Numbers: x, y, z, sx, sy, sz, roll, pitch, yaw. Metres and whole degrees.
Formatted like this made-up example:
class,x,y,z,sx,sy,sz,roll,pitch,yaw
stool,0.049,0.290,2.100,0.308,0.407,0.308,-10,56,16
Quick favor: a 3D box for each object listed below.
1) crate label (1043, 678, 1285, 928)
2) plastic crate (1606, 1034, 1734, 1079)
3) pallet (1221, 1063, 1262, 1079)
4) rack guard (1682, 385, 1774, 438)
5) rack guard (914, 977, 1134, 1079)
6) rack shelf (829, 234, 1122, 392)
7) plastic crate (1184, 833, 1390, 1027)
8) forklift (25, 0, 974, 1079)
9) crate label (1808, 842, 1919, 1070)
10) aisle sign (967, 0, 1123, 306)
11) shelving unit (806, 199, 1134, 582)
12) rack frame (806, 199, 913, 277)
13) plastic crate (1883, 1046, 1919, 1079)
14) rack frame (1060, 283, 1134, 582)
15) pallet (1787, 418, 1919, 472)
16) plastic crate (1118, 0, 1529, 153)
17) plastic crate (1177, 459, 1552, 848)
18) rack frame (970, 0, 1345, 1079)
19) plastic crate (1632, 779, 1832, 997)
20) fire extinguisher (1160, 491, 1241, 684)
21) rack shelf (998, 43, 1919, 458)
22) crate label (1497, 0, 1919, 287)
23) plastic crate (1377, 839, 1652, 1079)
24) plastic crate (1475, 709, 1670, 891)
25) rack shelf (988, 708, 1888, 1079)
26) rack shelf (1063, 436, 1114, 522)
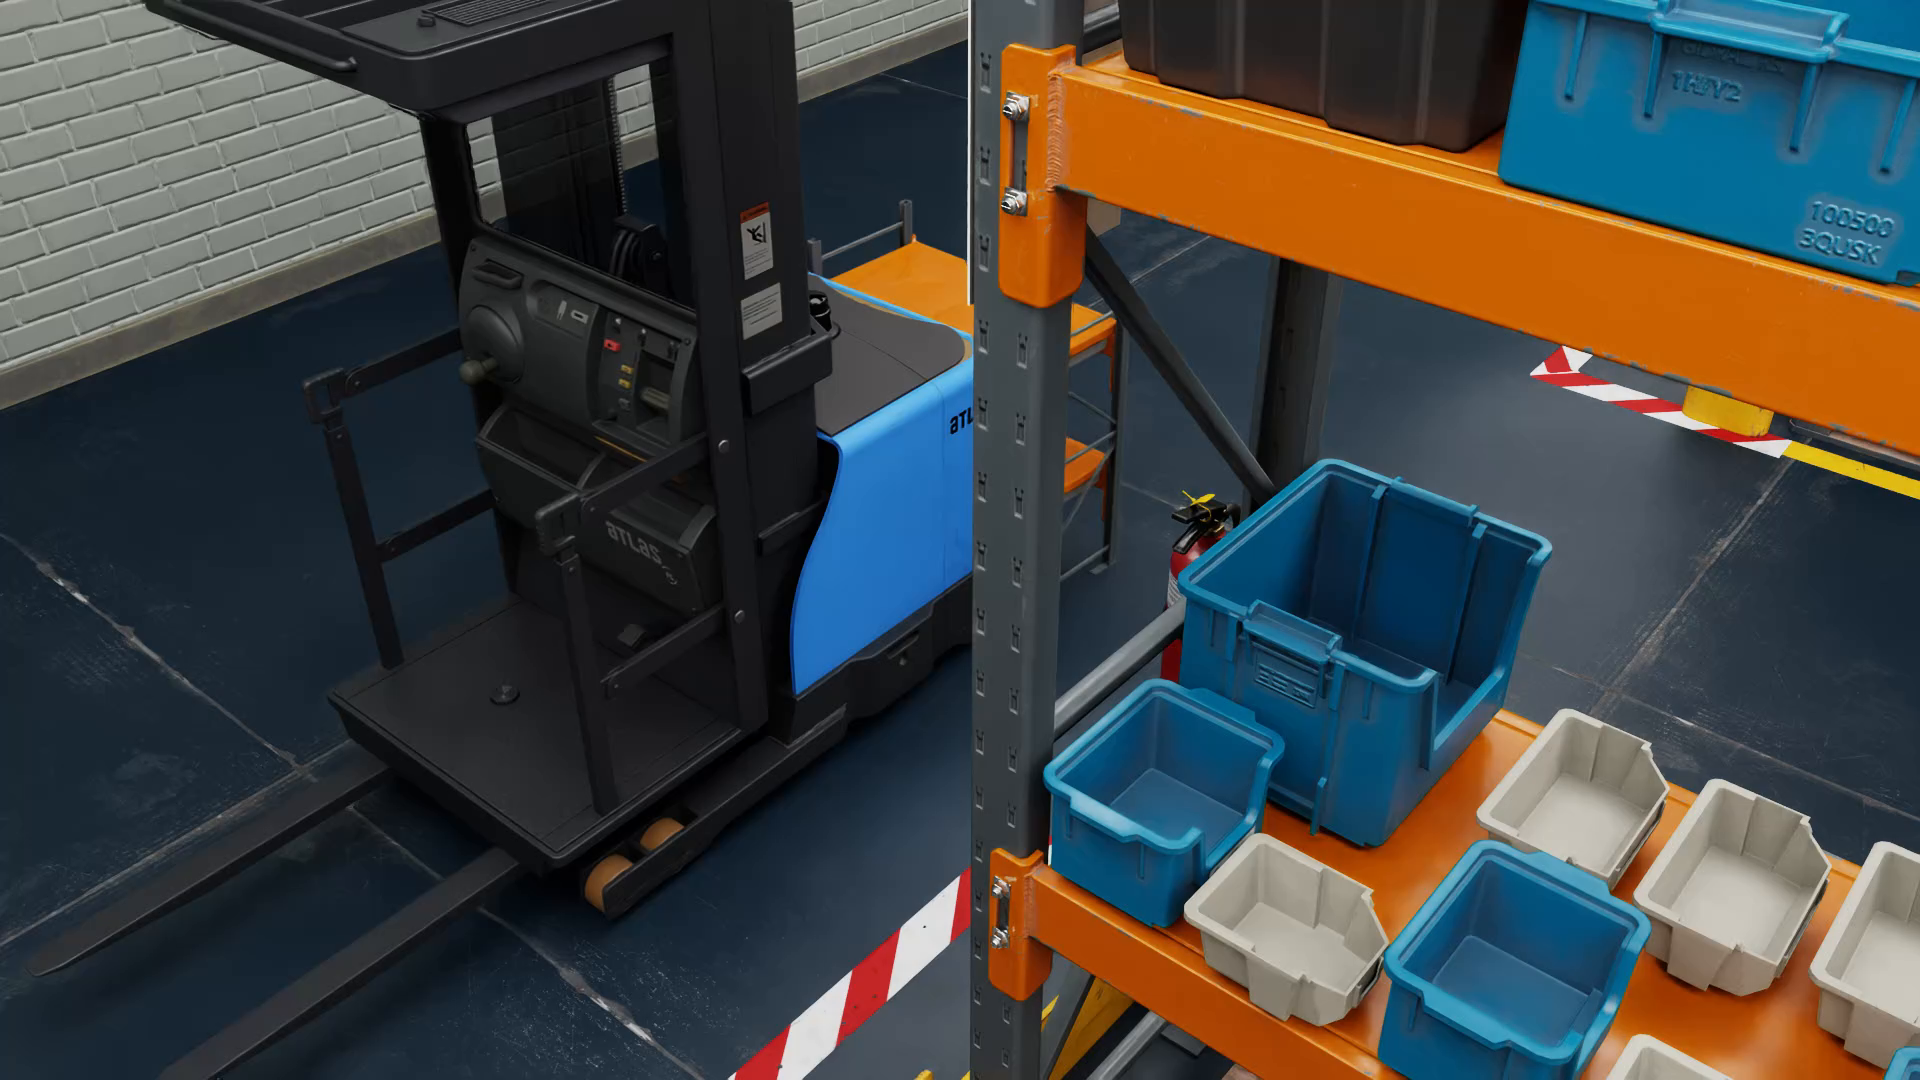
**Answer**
class,x,y,z,sx,sy,sz,roll,pitch,yaw
crate label,0.363,0.480,2.996,0.303,0.233,0.416,25,42,32
plastic crate,1.078,0.918,2.444,0.298,0.136,0.250,25,42,32
pallet,0.993,1.668,3.634,1.213,0.211,1.003,25,42,32
rack guard,3.535,-0.930,7.162,0.348,0.500,1.175,25,42,32
rack guard,0.357,1.231,4.016,0.348,0.500,1.175,25,42,32
rack shelf,0.020,-0.718,5.785,1.000,0.278,0.538,27,43,34
plastic crate,0.557,0.672,2.802,0.298,0.136,0.250,25,42,32
forklift,-1.177,-0.470,4.346,1.130,2.935,3.031,25,42,32
crate label,1.570,0.705,2.753,0.243,0.136,0.396,25,42,32
aisle sign,0.139,-0.765,2.418,0.004,0.787,0.394,25,42,32
shelving unit,0.020,-0.477,5.951,1.048,1.125,0.538,27,43,34
rack frame,-0.355,-0.672,6.234,0.032,1.125,0.500,27,43,34
plastic crate,1.375,0.957,2.302,0.300,0.233,0.416,25,42,32
rack frame,0.394,-0.282,5.667,0.032,1.125,0.500,27,43,34
pallet,4.218,-0.547,6.859,1.213,0.211,1.003,25,42,32
plastic crate,0.502,-0.719,2.113,0.590,0.269,0.497,25,42,32
plastic crate,0.761,0.204,3.219,0.499,0.435,0.616,25,42,32
rack frame,0.384,0.203,3.304,0.127,3.000,1.000,25,42,32
plastic crate,1.340,0.615,2.885,0.243,0.136,0.396,25,42,32
fire extinguisher,0.559,0.137,3.799,0.183,0.674,0.296,25,42,32
rack shelf,1.921,-0.012,1.604,4.000,0.370,1.077,25,42,32
crate label,0.886,-0.497,1.806,0.502,0.251,0.408,25,42,32
plastic crate,0.869,0.719,2.649,0.300,0.233,0.416,25,42,32
plastic crate,1.127,0.504,3.047,0.243,0.136,0.396,25,42,32
rack shelf,1.921,1.224,2.453,4.000,0.370,1.077,25,42,32
rack shelf,0.020,-0.275,6.089,1.000,0.278,0.538,27,43,34
